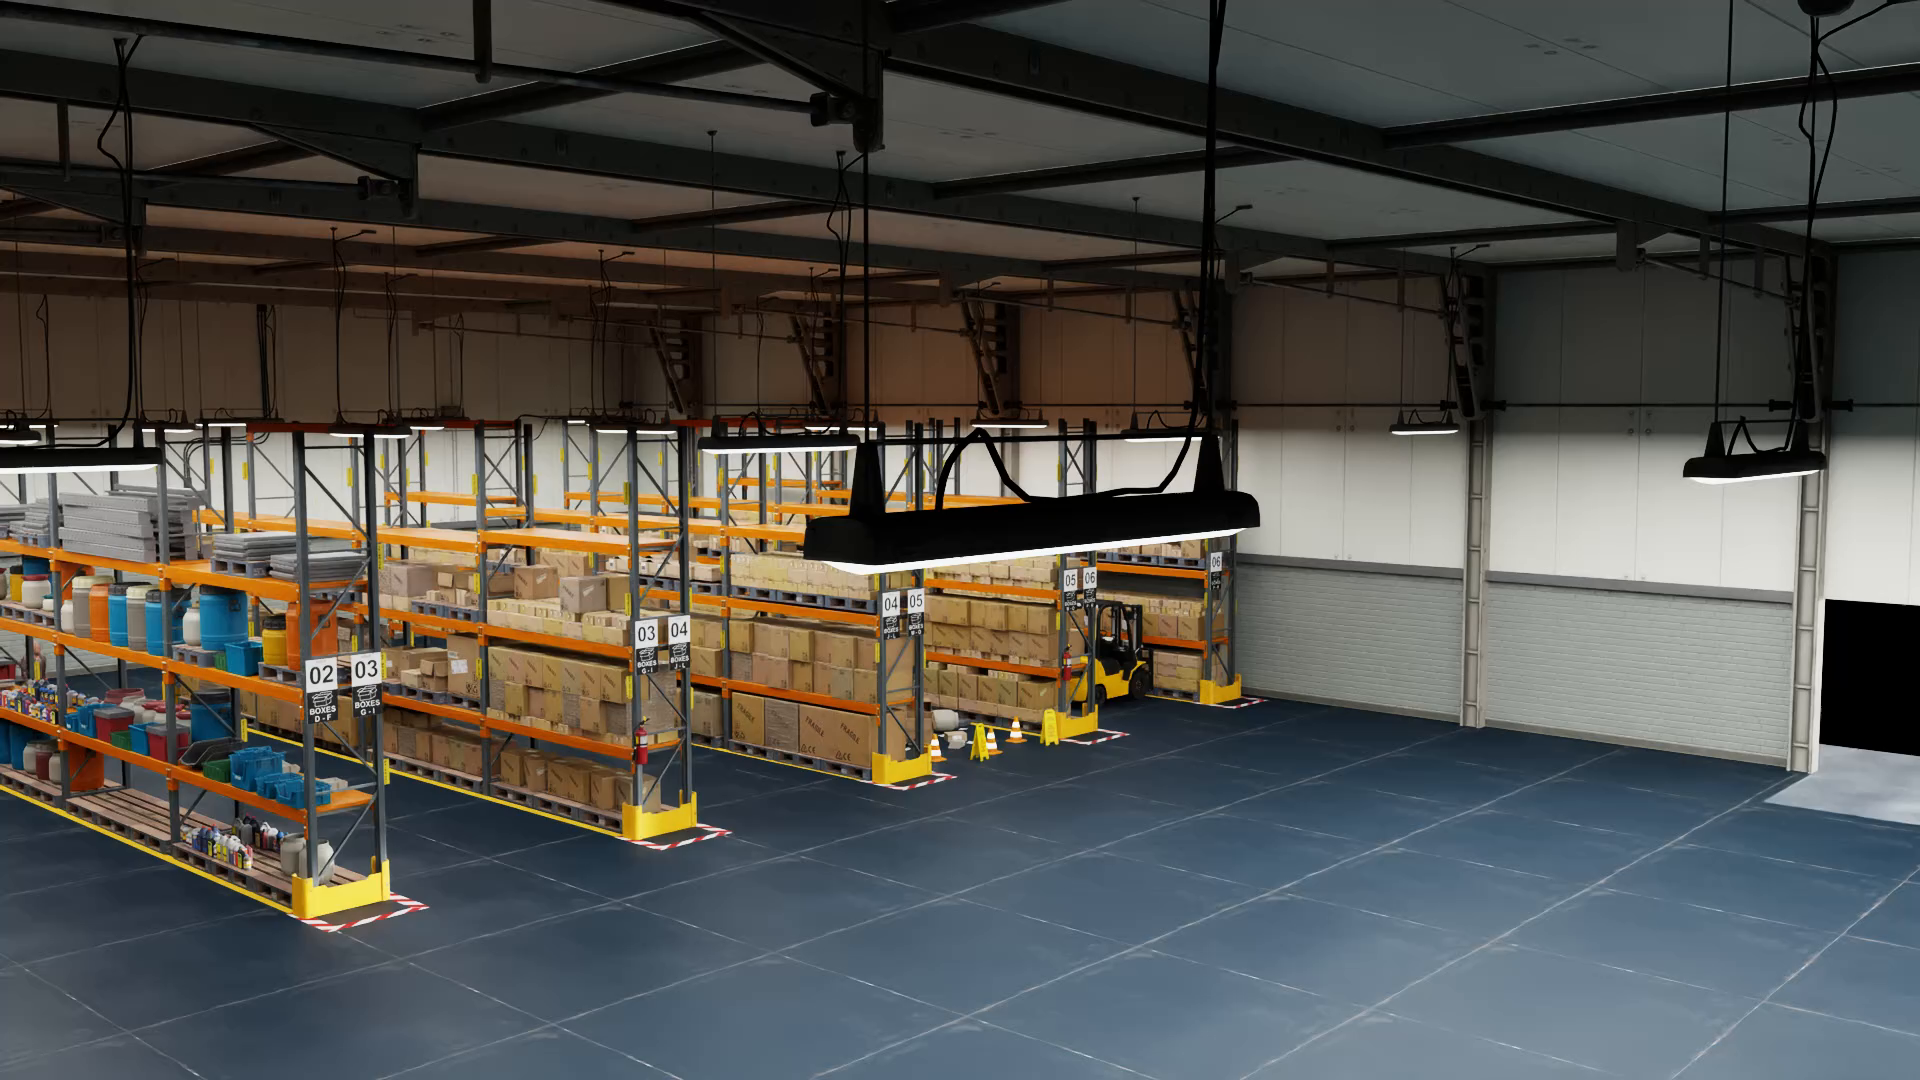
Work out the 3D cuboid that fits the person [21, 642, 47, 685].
[{"bbox_3d":[-17.807,2.828,32.041,1.128,1.704,0.545,4,6,37],"label":"person"}]
